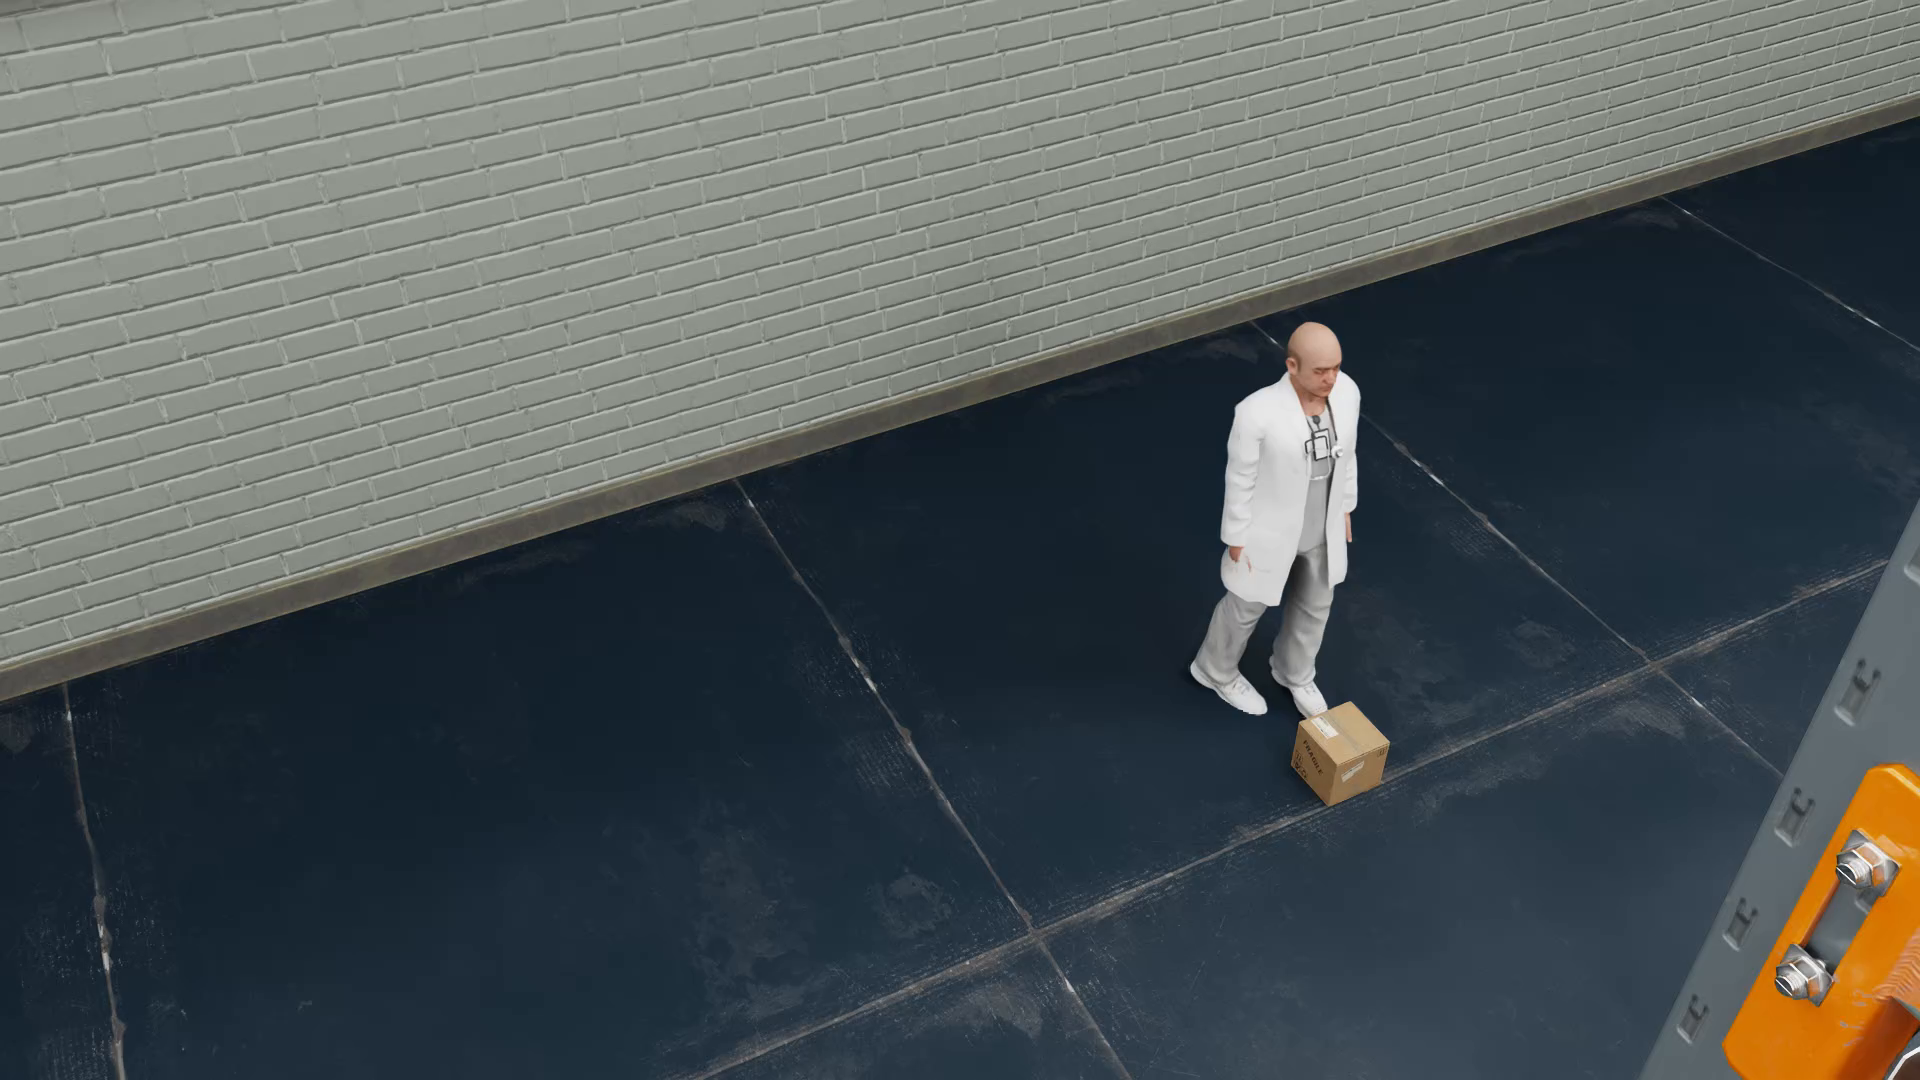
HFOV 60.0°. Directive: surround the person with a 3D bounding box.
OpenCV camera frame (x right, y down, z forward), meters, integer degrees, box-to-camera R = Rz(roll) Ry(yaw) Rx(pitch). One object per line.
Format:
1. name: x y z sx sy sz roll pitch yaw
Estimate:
1. person: 1.281 -0.025 6.351 0.585 1.804 0.517 -17 44 -19
